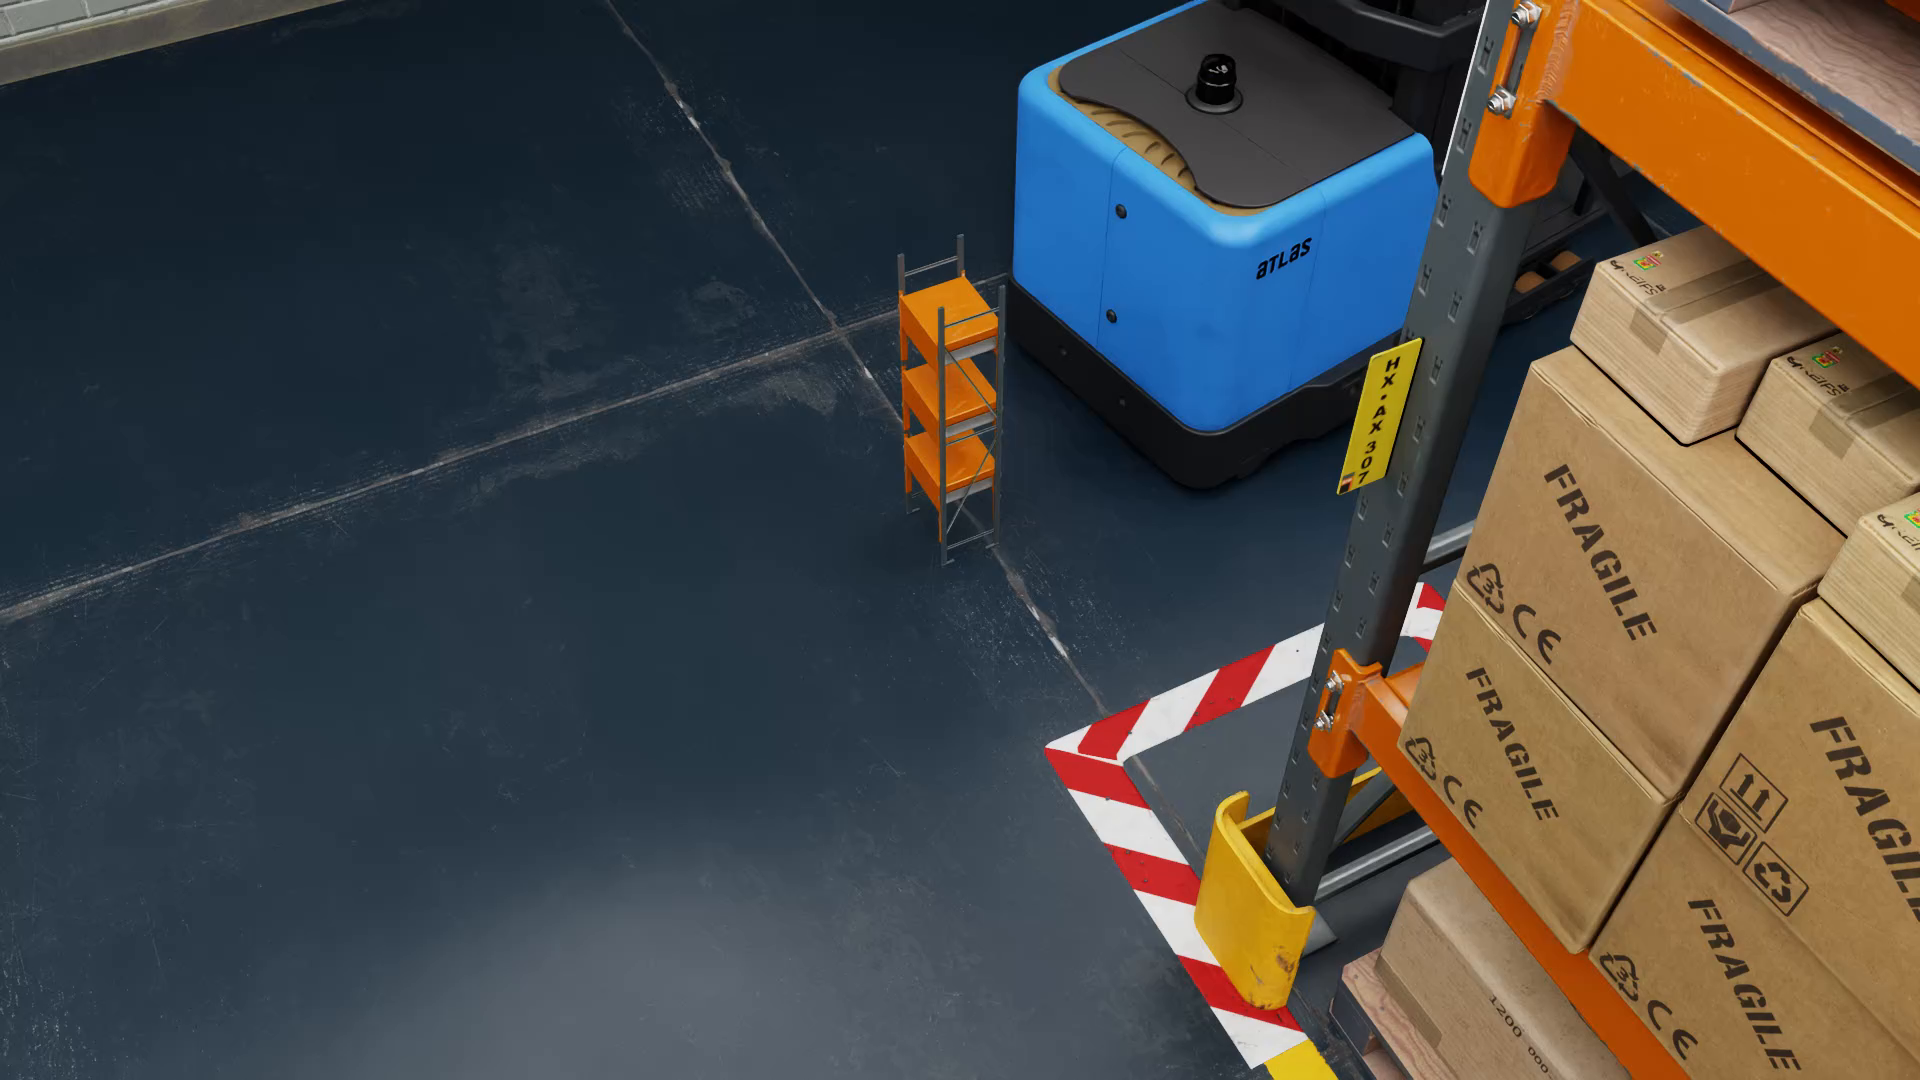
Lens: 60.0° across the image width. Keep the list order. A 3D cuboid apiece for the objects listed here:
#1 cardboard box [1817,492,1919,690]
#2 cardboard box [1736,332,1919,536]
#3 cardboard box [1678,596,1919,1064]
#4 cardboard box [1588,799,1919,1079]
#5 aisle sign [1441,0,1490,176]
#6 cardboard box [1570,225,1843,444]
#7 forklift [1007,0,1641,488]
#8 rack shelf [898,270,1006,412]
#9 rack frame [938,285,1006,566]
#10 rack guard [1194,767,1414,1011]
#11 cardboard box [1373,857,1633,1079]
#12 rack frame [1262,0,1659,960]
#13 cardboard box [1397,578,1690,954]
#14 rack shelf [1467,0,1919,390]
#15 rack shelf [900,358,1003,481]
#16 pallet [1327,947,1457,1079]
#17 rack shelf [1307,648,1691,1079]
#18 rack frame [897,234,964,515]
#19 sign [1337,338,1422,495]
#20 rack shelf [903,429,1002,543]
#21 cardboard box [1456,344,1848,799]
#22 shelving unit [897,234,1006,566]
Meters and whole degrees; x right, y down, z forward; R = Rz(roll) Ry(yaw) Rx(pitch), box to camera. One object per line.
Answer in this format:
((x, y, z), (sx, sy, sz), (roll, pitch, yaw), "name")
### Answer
((1.318, 0.042, 2.059), (0.380, 0.149, 0.250), (-20, 52, -16), "cardboard box")
((1.302, -0.171, 2.245), (0.380, 0.149, 0.250), (-20, 52, -17), "cardboard box")
((1.411, 0.321, 2.246), (0.500, 0.500, 0.500), (-22, 53, -18), "cardboard box")
((1.423, 0.637, 2.634), (0.500, 0.500, 0.500), (-22, 52, -18), "cardboard box")
((0.911, -0.884, 2.303), (0.394, 0.787, 0.004), (-21, 52, -18), "aisle sign")
((1.118, -0.322, 2.377), (0.380, 0.149, 0.250), (-20, 52, -17), "cardboard box")
((1.649, -2.046, 5.092), (3.031, 2.935, 1.130), (-29, 55, -23), "forklift")
((-0.024, -0.561, 4.681), (0.215, 0.259, 0.240), (-21, 52, -18), "rack shelf")
((0.031, -0.300, 4.815), (0.200, 1.050, 0.008), (-21, 52, -18), "rack frame")
((1.191, 0.727, 4.282), (1.175, 0.500, 0.348), (-21, 52, -18), "rack guard")
((1.593, 1.033, 3.777), (0.875, 0.438, 0.875), (-23, 53, -19), "cardboard box")
((1.202, -0.080, 3.327), (1.000, 3.000, 0.127), (-21, 52, -18), "rack frame")
((1.166, 0.308, 2.922), (0.500, 0.500, 0.500), (-22, 52, -18), "cardboard box")
((2.117, 0.508, 1.298), (1.077, 0.370, 4.000), (-21, 52, -18), "rack shelf")
((-0.024, -0.374, 4.894), (0.215, 0.259, 0.240), (-21, 52, -18), "rack shelf")
((1.637, 1.347, 3.932), (1.003, 0.211, 1.213), (-21, 52, -18), "pallet")
((2.117, 1.496, 2.427), (1.077, 0.370, 4.000), (-21, 52, -18), "rack shelf")
((-0.080, -0.463, 4.958), (0.200, 1.050, 0.008), (-21, 52, -18), "rack frame")
((0.706, -0.203, 2.807), (0.100, 0.325, 0.005), (-21, 52, -18), "sign")
((-0.024, -0.191, 5.103), (0.215, 0.259, 0.240), (-21, 52, -18), "rack shelf")
((1.168, -0.022, 2.546), (0.500, 0.500, 0.500), (-22, 52, -18), "cardboard box")
((-0.024, -0.381, 4.886), (0.215, 1.050, 0.252), (-21, 52, -18), "shelving unit")
